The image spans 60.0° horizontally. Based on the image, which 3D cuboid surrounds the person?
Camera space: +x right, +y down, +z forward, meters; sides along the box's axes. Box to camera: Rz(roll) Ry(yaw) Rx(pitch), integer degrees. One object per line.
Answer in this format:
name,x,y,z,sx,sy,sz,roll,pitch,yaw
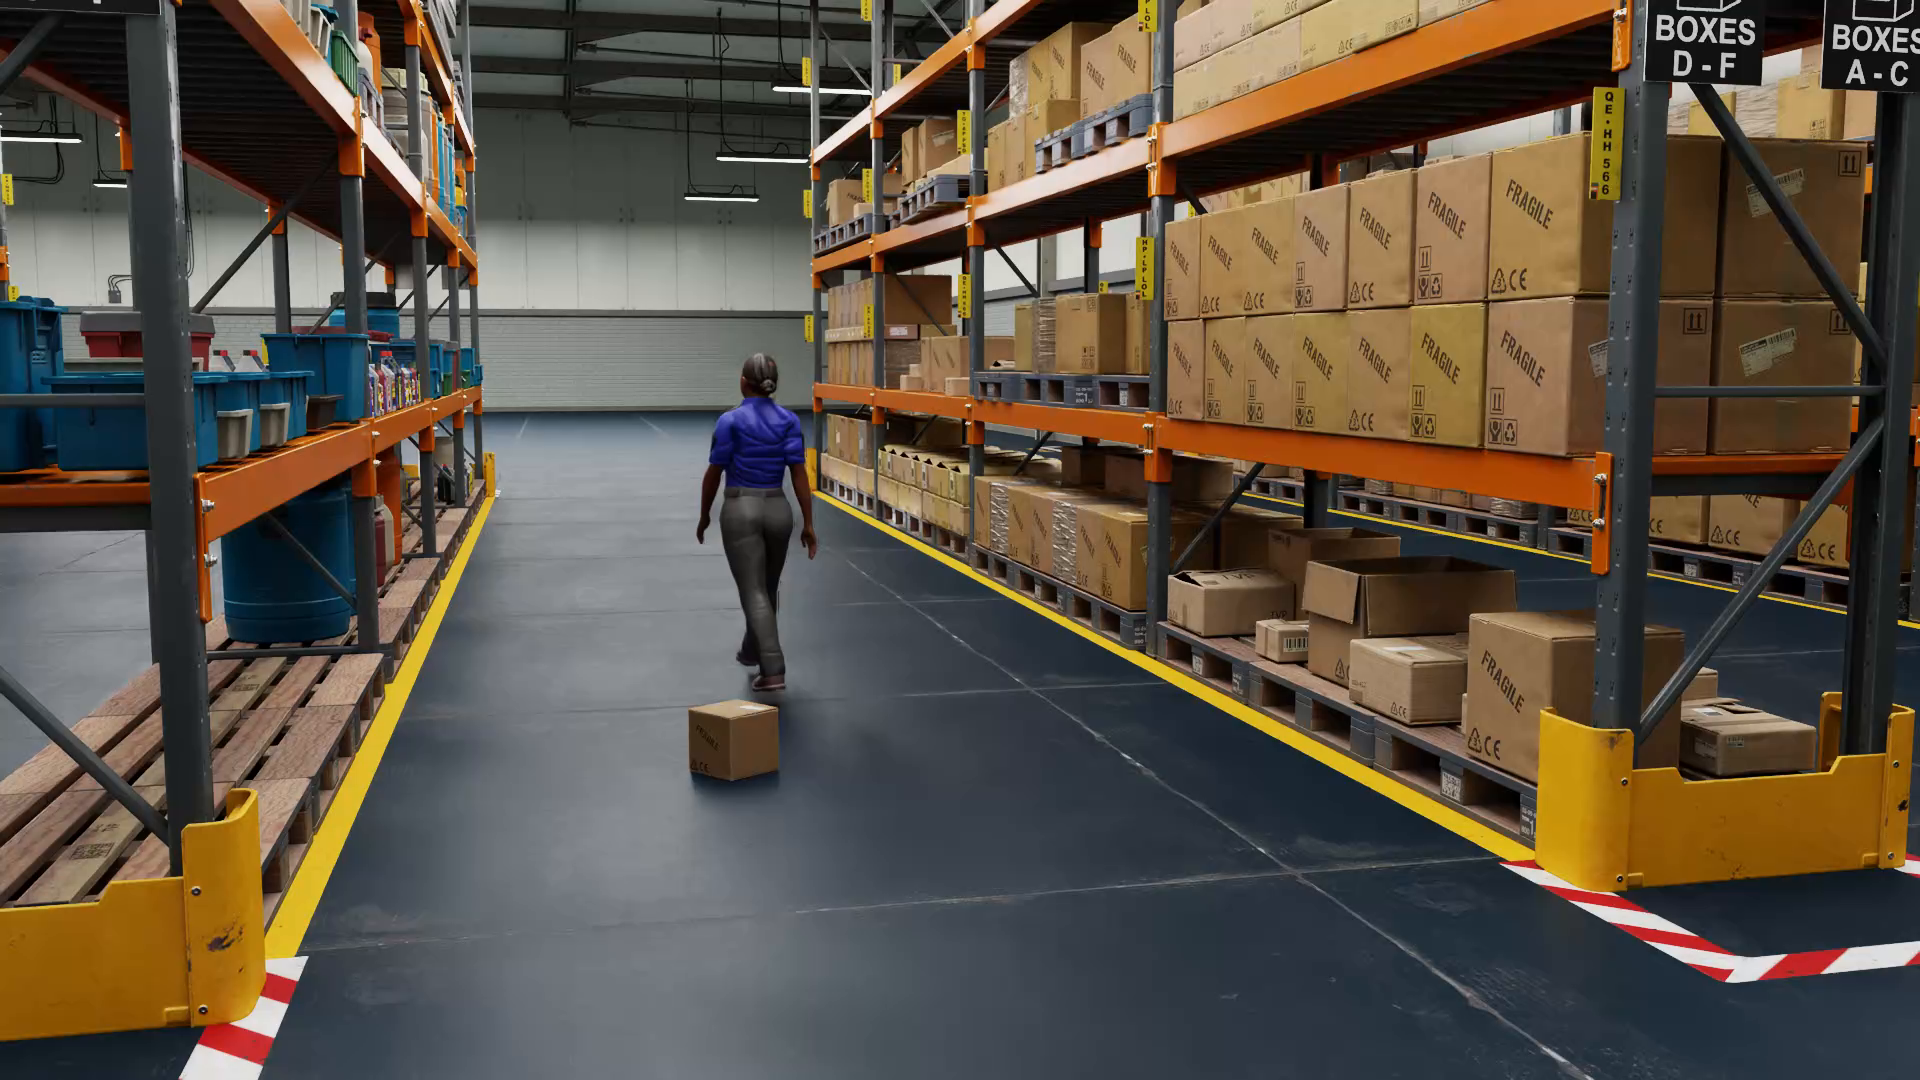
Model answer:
person,-1.020,-0.109,8.101,0.483,1.590,1.004,-4,7,-31
